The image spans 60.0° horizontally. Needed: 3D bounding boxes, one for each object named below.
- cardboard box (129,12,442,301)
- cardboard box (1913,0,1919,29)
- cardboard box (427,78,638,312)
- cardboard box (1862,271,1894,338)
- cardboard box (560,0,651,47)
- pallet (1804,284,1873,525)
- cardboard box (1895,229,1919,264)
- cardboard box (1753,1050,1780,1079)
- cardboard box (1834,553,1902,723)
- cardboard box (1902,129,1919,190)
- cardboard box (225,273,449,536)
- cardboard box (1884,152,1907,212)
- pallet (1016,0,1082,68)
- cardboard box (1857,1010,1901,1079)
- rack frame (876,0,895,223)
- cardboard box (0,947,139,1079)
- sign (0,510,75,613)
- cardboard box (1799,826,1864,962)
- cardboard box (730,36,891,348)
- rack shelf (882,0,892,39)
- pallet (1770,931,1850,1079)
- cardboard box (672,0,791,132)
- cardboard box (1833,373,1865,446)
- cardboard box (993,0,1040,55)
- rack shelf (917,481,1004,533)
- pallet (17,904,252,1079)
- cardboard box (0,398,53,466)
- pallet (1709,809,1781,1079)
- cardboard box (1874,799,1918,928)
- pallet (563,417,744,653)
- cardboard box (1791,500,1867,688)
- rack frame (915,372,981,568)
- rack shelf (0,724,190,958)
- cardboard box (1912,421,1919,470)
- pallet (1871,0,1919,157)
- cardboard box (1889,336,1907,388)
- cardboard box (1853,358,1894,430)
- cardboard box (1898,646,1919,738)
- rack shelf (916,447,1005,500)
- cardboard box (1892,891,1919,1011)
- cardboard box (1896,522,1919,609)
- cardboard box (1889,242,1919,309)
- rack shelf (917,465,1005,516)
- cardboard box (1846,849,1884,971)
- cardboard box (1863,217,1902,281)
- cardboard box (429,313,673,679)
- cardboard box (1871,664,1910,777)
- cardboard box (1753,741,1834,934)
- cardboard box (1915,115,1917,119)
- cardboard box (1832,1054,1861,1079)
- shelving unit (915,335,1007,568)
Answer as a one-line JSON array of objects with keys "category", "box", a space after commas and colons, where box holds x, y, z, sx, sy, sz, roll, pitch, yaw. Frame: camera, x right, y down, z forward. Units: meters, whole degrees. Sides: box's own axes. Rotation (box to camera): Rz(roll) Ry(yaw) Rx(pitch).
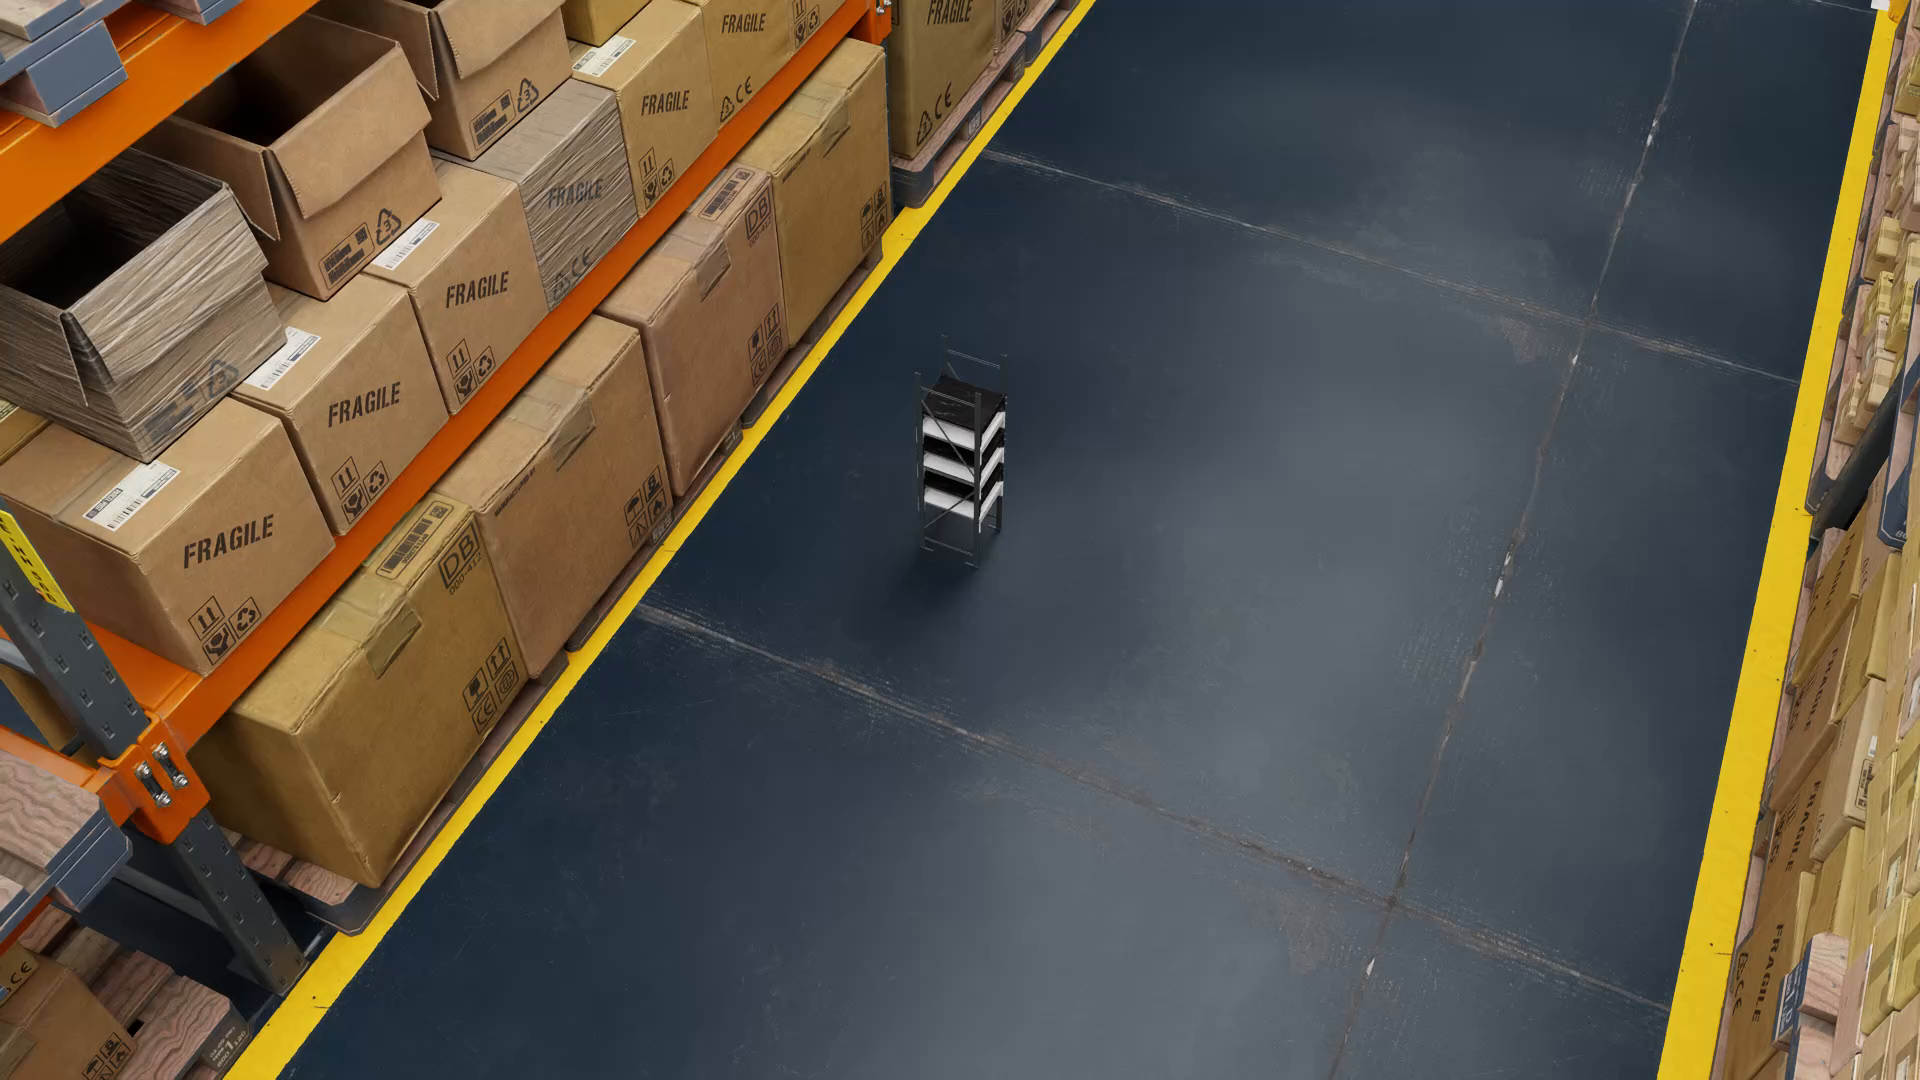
[{"category": "cardboard box", "box": [-1.875, -1.085, 4.480, 0.797, 0.503, 0.637, 21, 53, 17]}, {"category": "cardboard box", "box": [4.863, -2.563, 8.057, 0.380, 0.149, 0.250, 21, 53, 17]}, {"category": "cardboard box", "box": [-1.379, -1.114, 5.163, 0.500, 0.500, 0.500, 20, 52, 16]}, {"category": "cardboard box", "box": [3.718, -0.862, 6.415, 0.380, 0.149, 0.250, 18, 52, 15]}, {"category": "cardboard box", "box": [-1.343, -1.982, 5.243, 0.797, 0.503, 0.637, 20, 53, 16]}, {"category": "pallet", "box": [3.923, -0.423, 6.471, 1.003, 0.211, 1.213, 20, 52, 16]}, {"category": "cardboard box", "box": [4.005, -1.185, 6.690, 0.380, 0.149, 0.250, 21, 53, 17]}, {"category": "cardboard box", "box": [2.229, 1.681, 4.216, 0.500, 0.500, 0.500, 22, 53, 18]}, {"category": "cardboard box", "box": [2.888, 0.369, 4.840, 0.500, 0.250, 0.500, 21, 53, 17]}, {"category": "cardboard box", "box": [4.075, -1.510, 6.770, 0.380, 0.149, 0.250, 18, 52, 15]}, {"category": "cardboard box", "box": [-1.811, -0.416, 4.569, 0.500, 0.500, 0.500, 19, 52, 15]}, {"category": "cardboard box", "box": [4.215, -1.493, 7.147, 0.380, 0.149, 0.250, 20, 52, 16]}, {"category": "pallet", "box": [0.142, -2.974, 8.642, 1.003, 0.211, 1.213, 20, 52, 16]}, {"category": "cardboard box", "box": [1.871, 1.078, 3.057, 0.380, 0.149, 0.250, 22, 53, 17]}, {"category": "rack frame", "box": [-0.774, -2.536, 6.439, 1.000, 3.000, 0.127, 20, 52, 16]}, {"category": "cardboard box", "box": [-2.751, 1.354, 4.481, 0.700, 0.500, 0.500, 17, 52, 14]}, {"category": "sign", "box": [-1.988, 0.039, 3.539, 0.100, 0.325, 0.005, 20, 52, 16]}, {"category": "cardboard box", "box": [2.451, 1.080, 4.235, 0.500, 0.250, 0.500, 21, 53, 17]}, {"category": "cardboard box", "box": [-1.029, -1.537, 6.707, 1.225, 0.875, 0.875, 20, 52, 16]}, {"category": "rack shelf", "box": [0.081, -3.680, 7.884, 1.077, 0.370, 4.000, 20, 52, 16]}, {"category": "pallet", "box": [2.167, 1.438, 3.182, 1.213, 0.211, 1.003, 20, 52, 16]}, {"category": "cardboard box", "box": [-0.944, -1.819, 5.763, 0.500, 0.500, 0.500, 21, 53, 17]}, {"category": "cardboard box", "box": [3.527, -0.446, 6.256, 0.380, 0.149, 0.250, 20, 53, 17]}, {"category": "cardboard box", "box": [-0.035, -3.032, 7.980, 0.875, 0.875, 0.875, 20, 52, 16]}, {"category": "rack shelf", "box": [0.003, -0.159, 6.075, 0.258, 0.077, 0.200, 20, 52, 16]}, {"category": "pallet", "box": [-2.818, 1.659, 4.699, 1.003, 0.211, 1.213, 20, 52, 16]}, {"category": "cardboard box", "box": [-2.496, -0.235, 4.414, 0.500, 0.500, 0.500, 21, 53, 17]}, {"category": "pallet", "box": [2.817, 1.431, 4.894, 1.003, 0.211, 1.213, 20, 52, 16]}, {"category": "cardboard box", "box": [2.088, 0.724, 3.359, 0.380, 0.149, 0.250, 20, 52, 16]}, {"category": "pallet", "box": [-1.555, -0.234, 6.310, 1.003, 0.211, 1.213, 20, 52, 16]}, {"category": "cardboard box", "box": [3.112, 0.244, 5.439, 0.500, 0.500, 0.500, 22, 53, 17]}, {"category": "rack frame", "box": [-0.040, -0.227, 5.852, 0.240, 0.900, 0.006, 20, 52, 16]}, {"category": "rack shelf", "box": [-3.337, 1.829, 3.197, 1.077, 0.370, 4.000, 20, 52, 16]}, {"category": "cardboard box", "box": [2.752, -0.250, 4.382, 0.380, 0.149, 0.250, 20, 53, 16]}, {"category": "pallet", "box": [4.965, -2.103, 7.901, 1.003, 0.211, 1.213, 20, 52, 16]}, {"category": "cardboard box", "box": [3.584, -0.588, 5.986, 0.380, 0.149, 0.250, 21, 53, 17]}, {"category": "cardboard box", "box": [3.515, -0.482, 6.091, 0.380, 0.149, 0.250, 21, 53, 17]}, {"category": "cardboard box", "box": [2.307, 0.373, 3.657, 0.380, 0.149, 0.250, 21, 53, 17]}, {"category": "rack shelf", "box": [0.003, -0.276, 5.937, 0.258, 0.077, 0.200, 20, 52, 16]}, {"category": "cardboard box", "box": [1.975, 0.815, 3.086, 0.380, 0.149, 0.250, 21, 53, 17]}, {"category": "cardboard box", "box": [2.531, 0.115, 4.072, 0.380, 0.149, 0.250, 19, 52, 15]}, {"category": "cardboard box", "box": [3.758, -0.950, 6.294, 0.380, 0.149, 0.250, 19, 52, 16]}, {"category": "rack shelf", "box": [0.003, -0.217, 6.006, 0.258, 0.077, 0.200, 20, 52, 16]}, {"category": "cardboard box", "box": [2.081, 0.840, 3.455, 0.380, 0.149, 0.250, 19, 52, 16]}, {"category": "cardboard box", "box": [3.969, -1.159, 6.862, 0.380, 0.149, 0.250, 20, 52, 16]}, {"category": "cardboard box", "box": [-1.781, -0.309, 5.663, 1.225, 0.875, 0.875, 20, 52, 16]}, {"category": "cardboard box", "box": [2.307, 0.476, 3.765, 0.380, 0.149, 0.250, 21, 53, 17]}, {"category": "cardboard box", "box": [2.676, 0.974, 4.817, 0.500, 0.500, 0.500, 21, 53, 17]}, {"category": "cardboard box", "box": [4.495, -1.836, 7.439, 0.380, 0.149, 0.250, 20, 52, 16]}, {"category": "cardboard box", "box": [1.862, 1.187, 3.159, 0.380, 0.149, 0.250, 20, 52, 16]}, {"category": "shelving unit", "box": [0.003, -0.297, 5.912, 0.258, 0.900, 0.210, 20, 52, 16]}]
